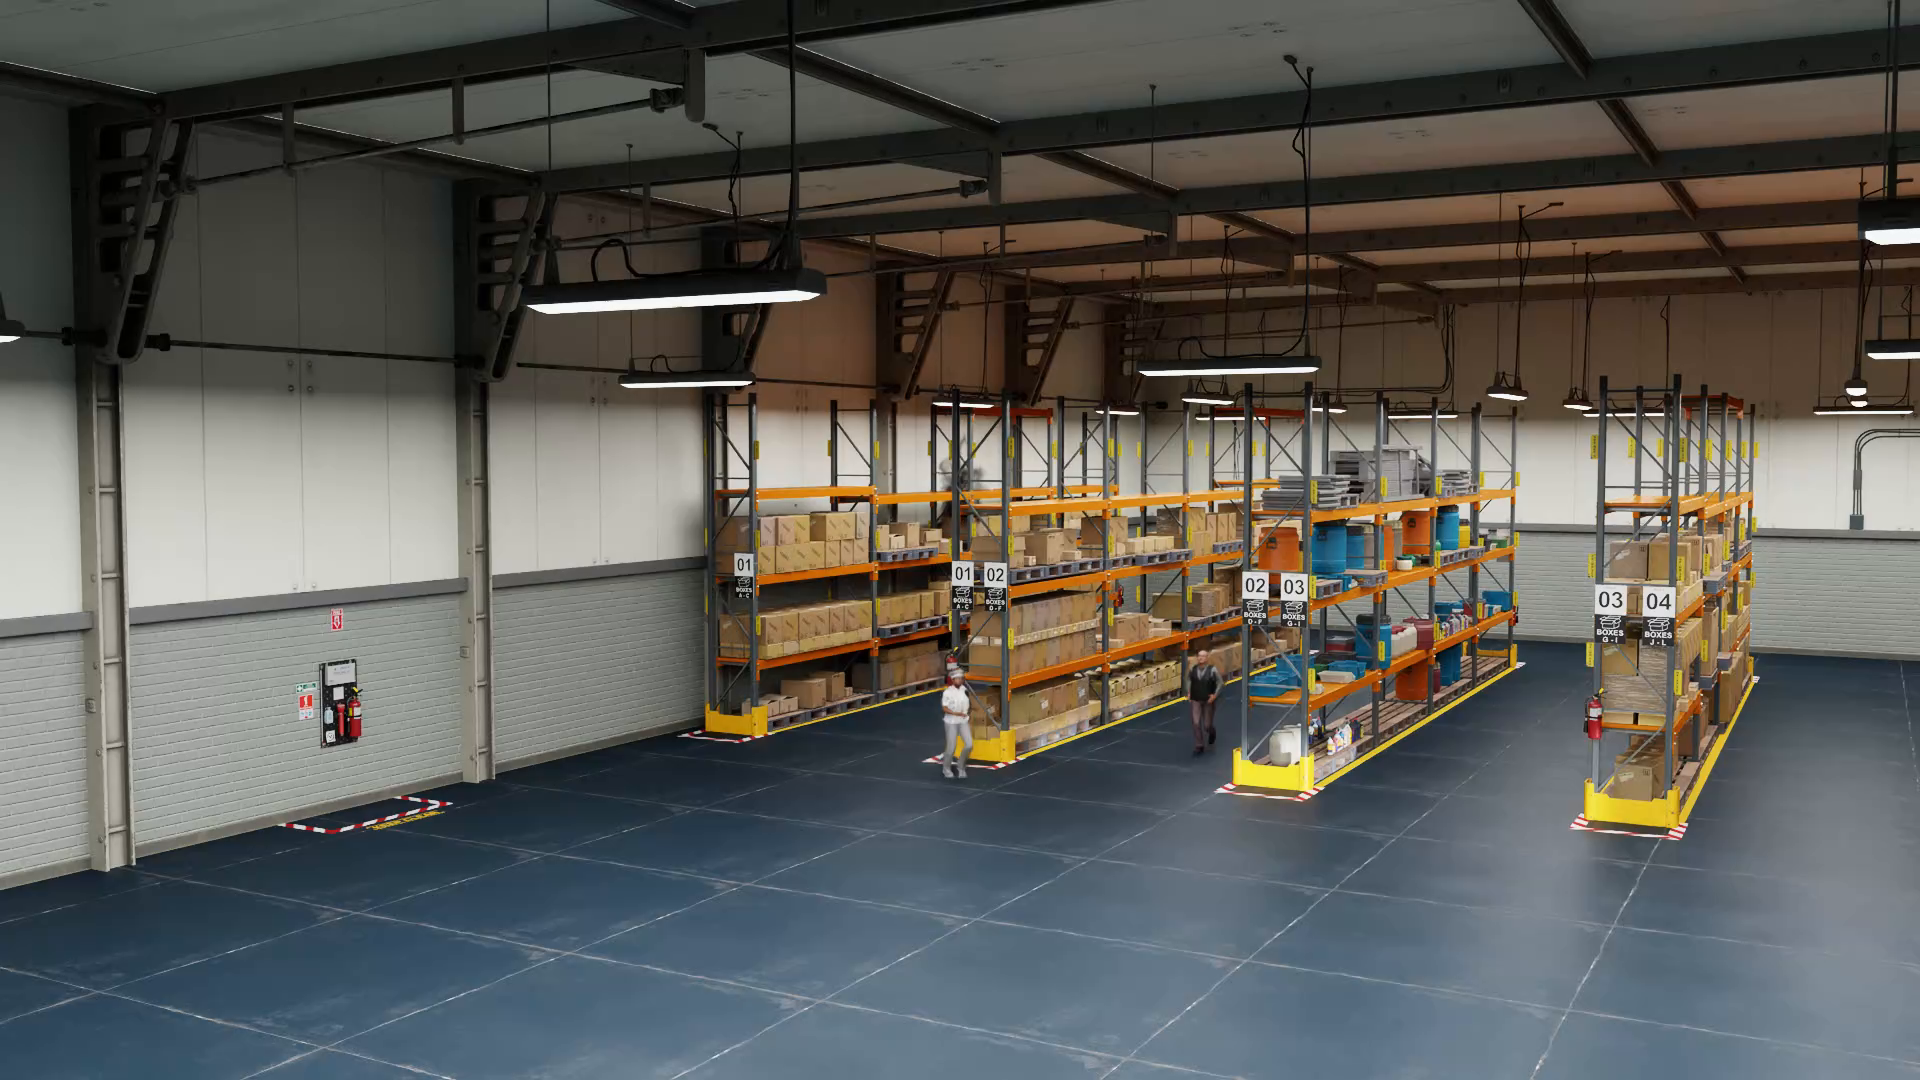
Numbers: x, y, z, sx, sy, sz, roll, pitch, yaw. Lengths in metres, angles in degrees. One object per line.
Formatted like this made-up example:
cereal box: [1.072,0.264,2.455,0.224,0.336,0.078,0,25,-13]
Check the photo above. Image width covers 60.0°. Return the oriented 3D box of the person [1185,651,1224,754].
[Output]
person: [4.054,2.672,27.619,0.681,1.689,0.733,1,3,22]

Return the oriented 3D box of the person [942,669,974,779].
person: [-0.011,2.808,25.282,0.606,1.721,0.686,-2,4,-33]

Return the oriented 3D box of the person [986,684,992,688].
person: [0.680,2.434,32.088,0.576,1.654,0.797,1,3,24]
